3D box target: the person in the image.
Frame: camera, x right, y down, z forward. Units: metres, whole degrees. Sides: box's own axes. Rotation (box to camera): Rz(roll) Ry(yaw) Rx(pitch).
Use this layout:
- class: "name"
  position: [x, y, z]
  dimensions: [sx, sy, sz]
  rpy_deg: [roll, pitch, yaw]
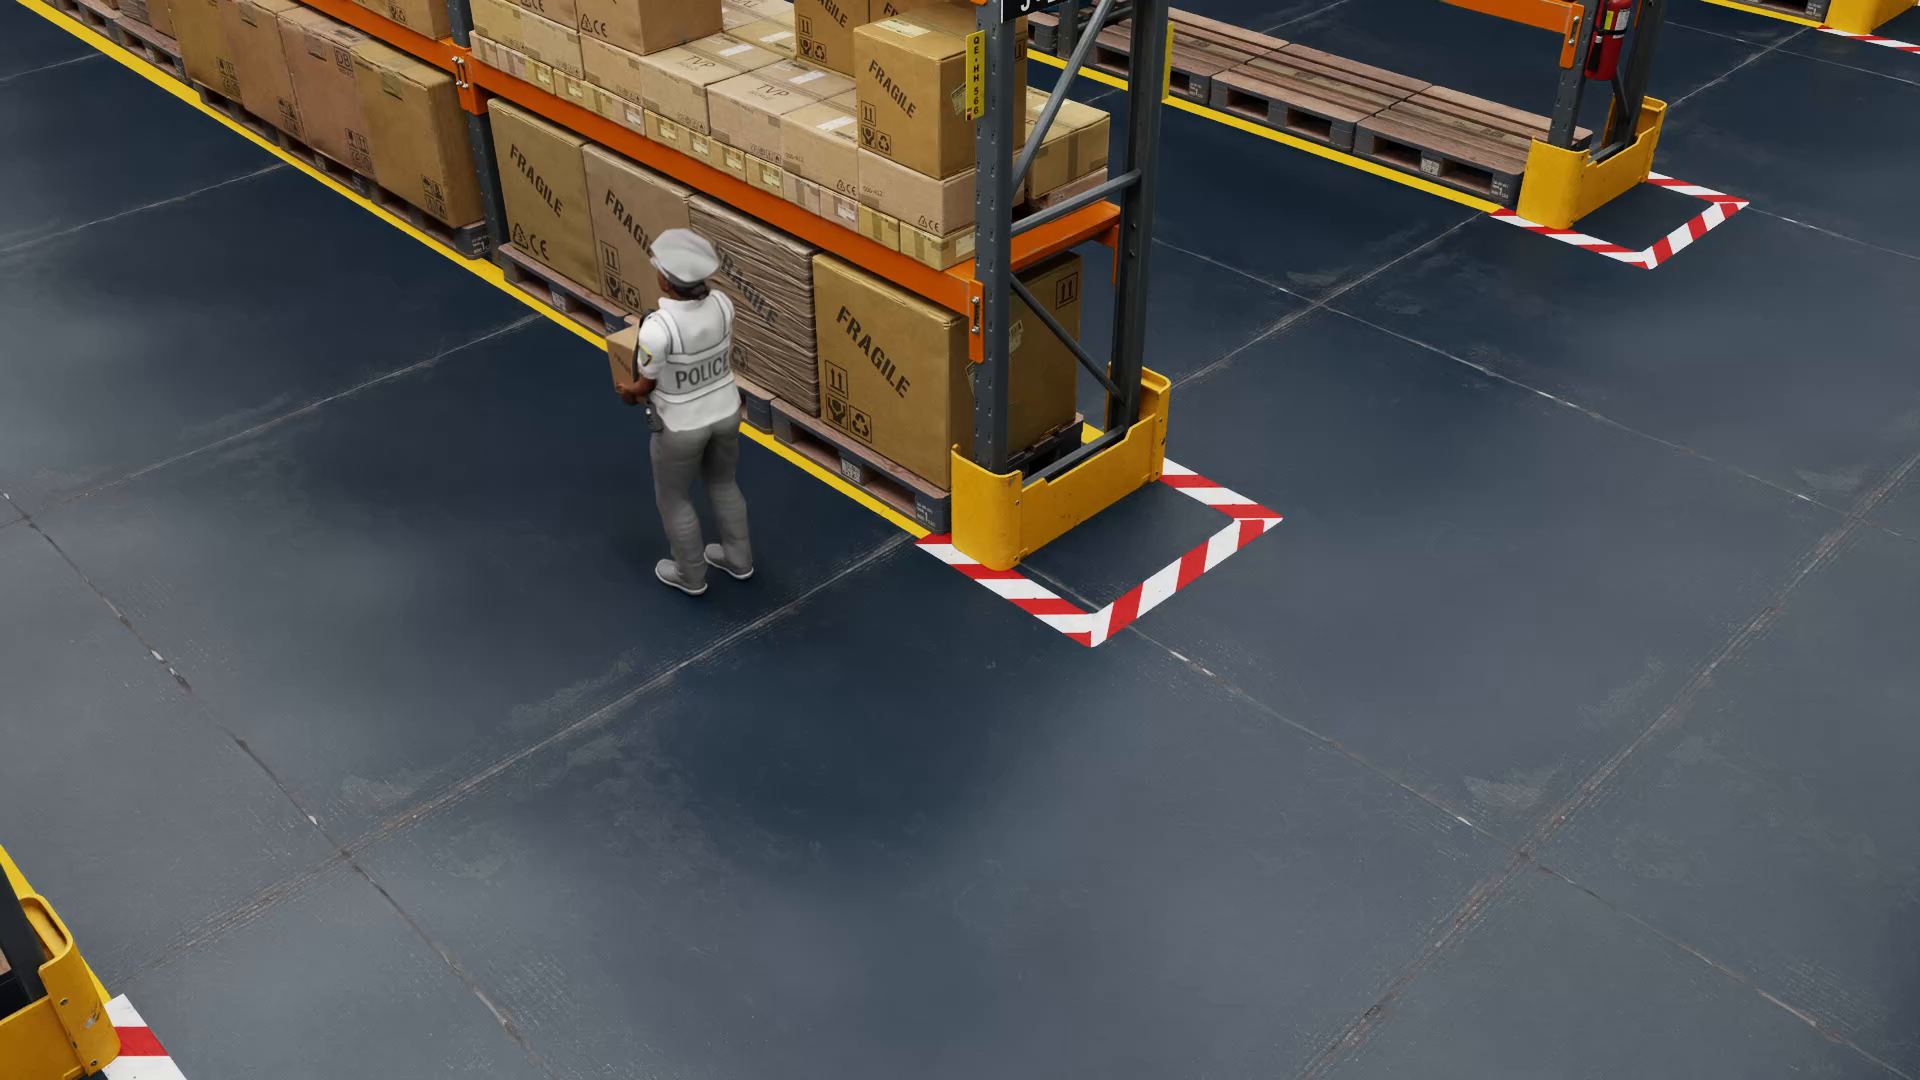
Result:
- class: "person"
  position: [-1.147, -0.531, 6.865]
  dimensions: [0.528, 1.684, 0.449]
  rpy_deg: [30, 45, 35]
